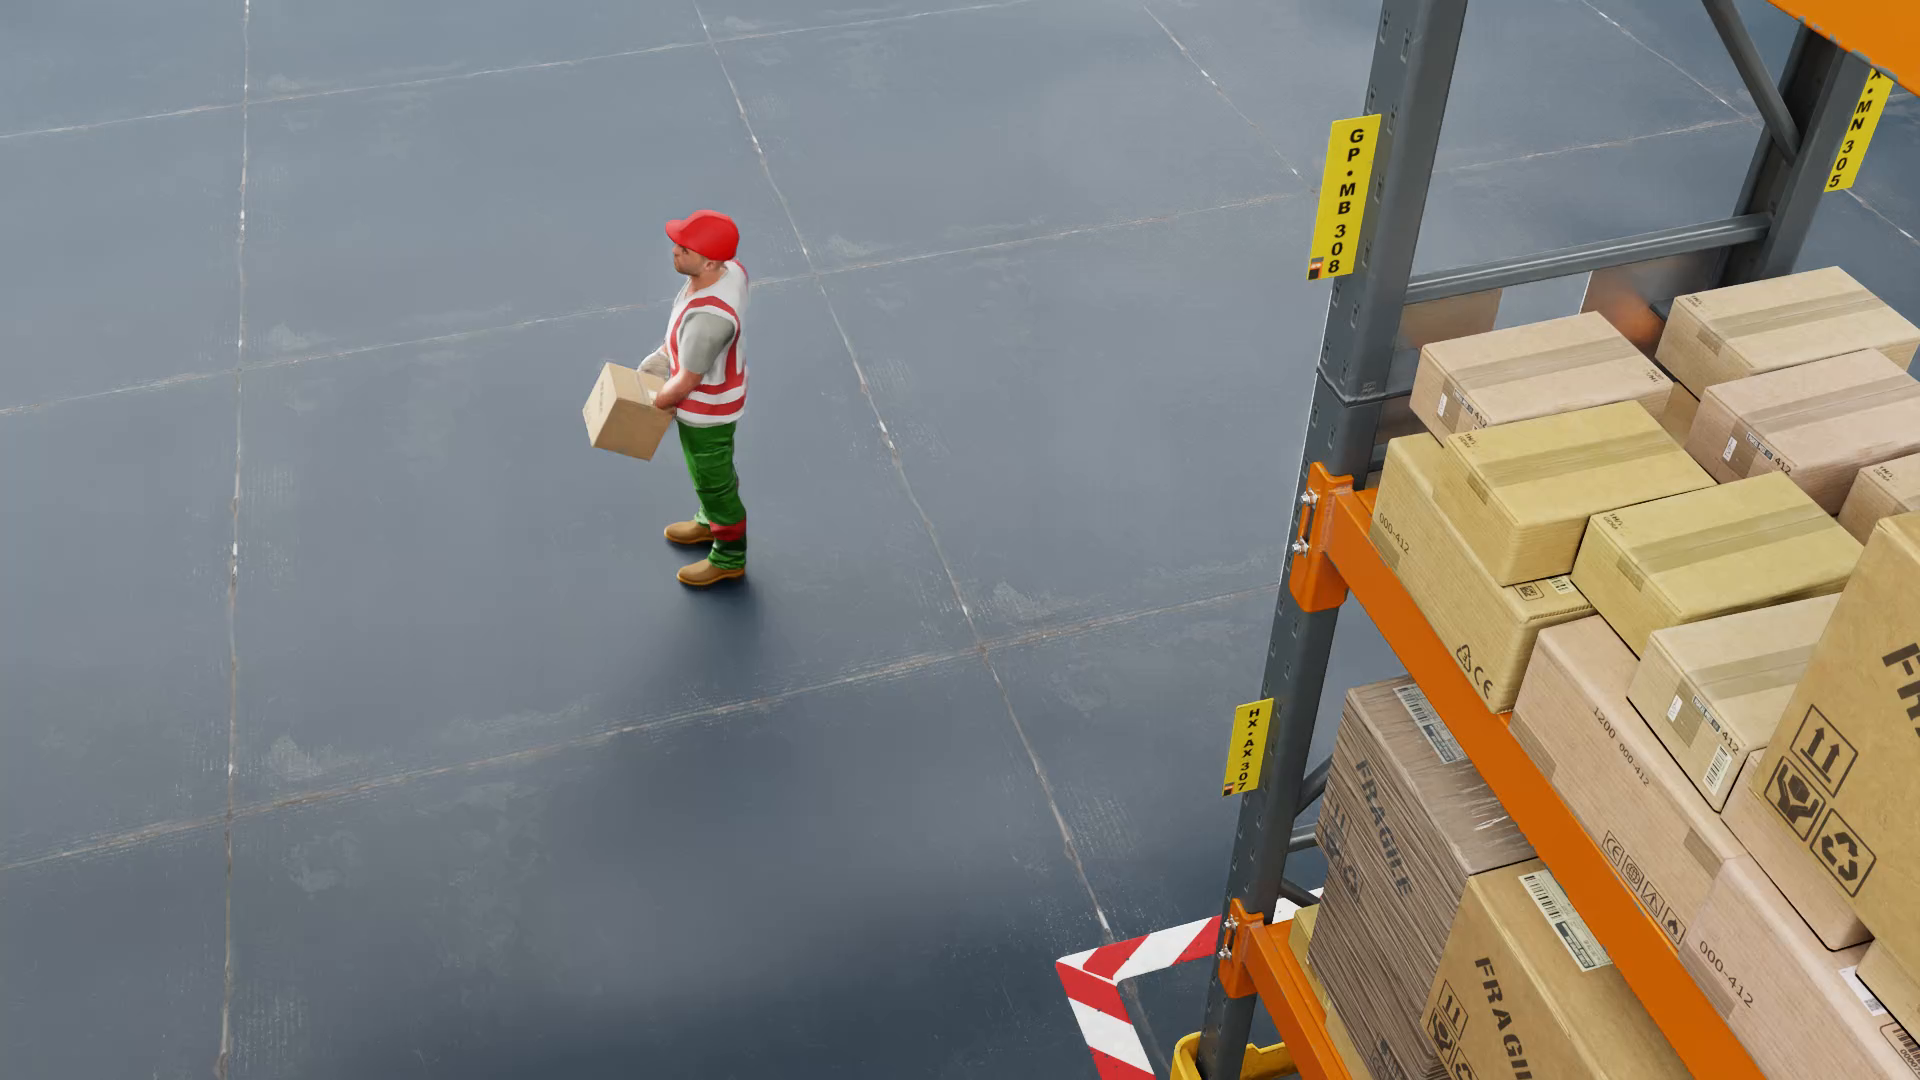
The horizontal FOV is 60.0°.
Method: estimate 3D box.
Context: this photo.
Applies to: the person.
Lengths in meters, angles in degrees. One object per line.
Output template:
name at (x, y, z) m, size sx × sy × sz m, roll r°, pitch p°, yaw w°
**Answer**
person at (-1.086, -0.554, 6.755) m, size 0.526 × 1.793 × 0.514 m, roll 0°, pitch 42°, yaw 0°
